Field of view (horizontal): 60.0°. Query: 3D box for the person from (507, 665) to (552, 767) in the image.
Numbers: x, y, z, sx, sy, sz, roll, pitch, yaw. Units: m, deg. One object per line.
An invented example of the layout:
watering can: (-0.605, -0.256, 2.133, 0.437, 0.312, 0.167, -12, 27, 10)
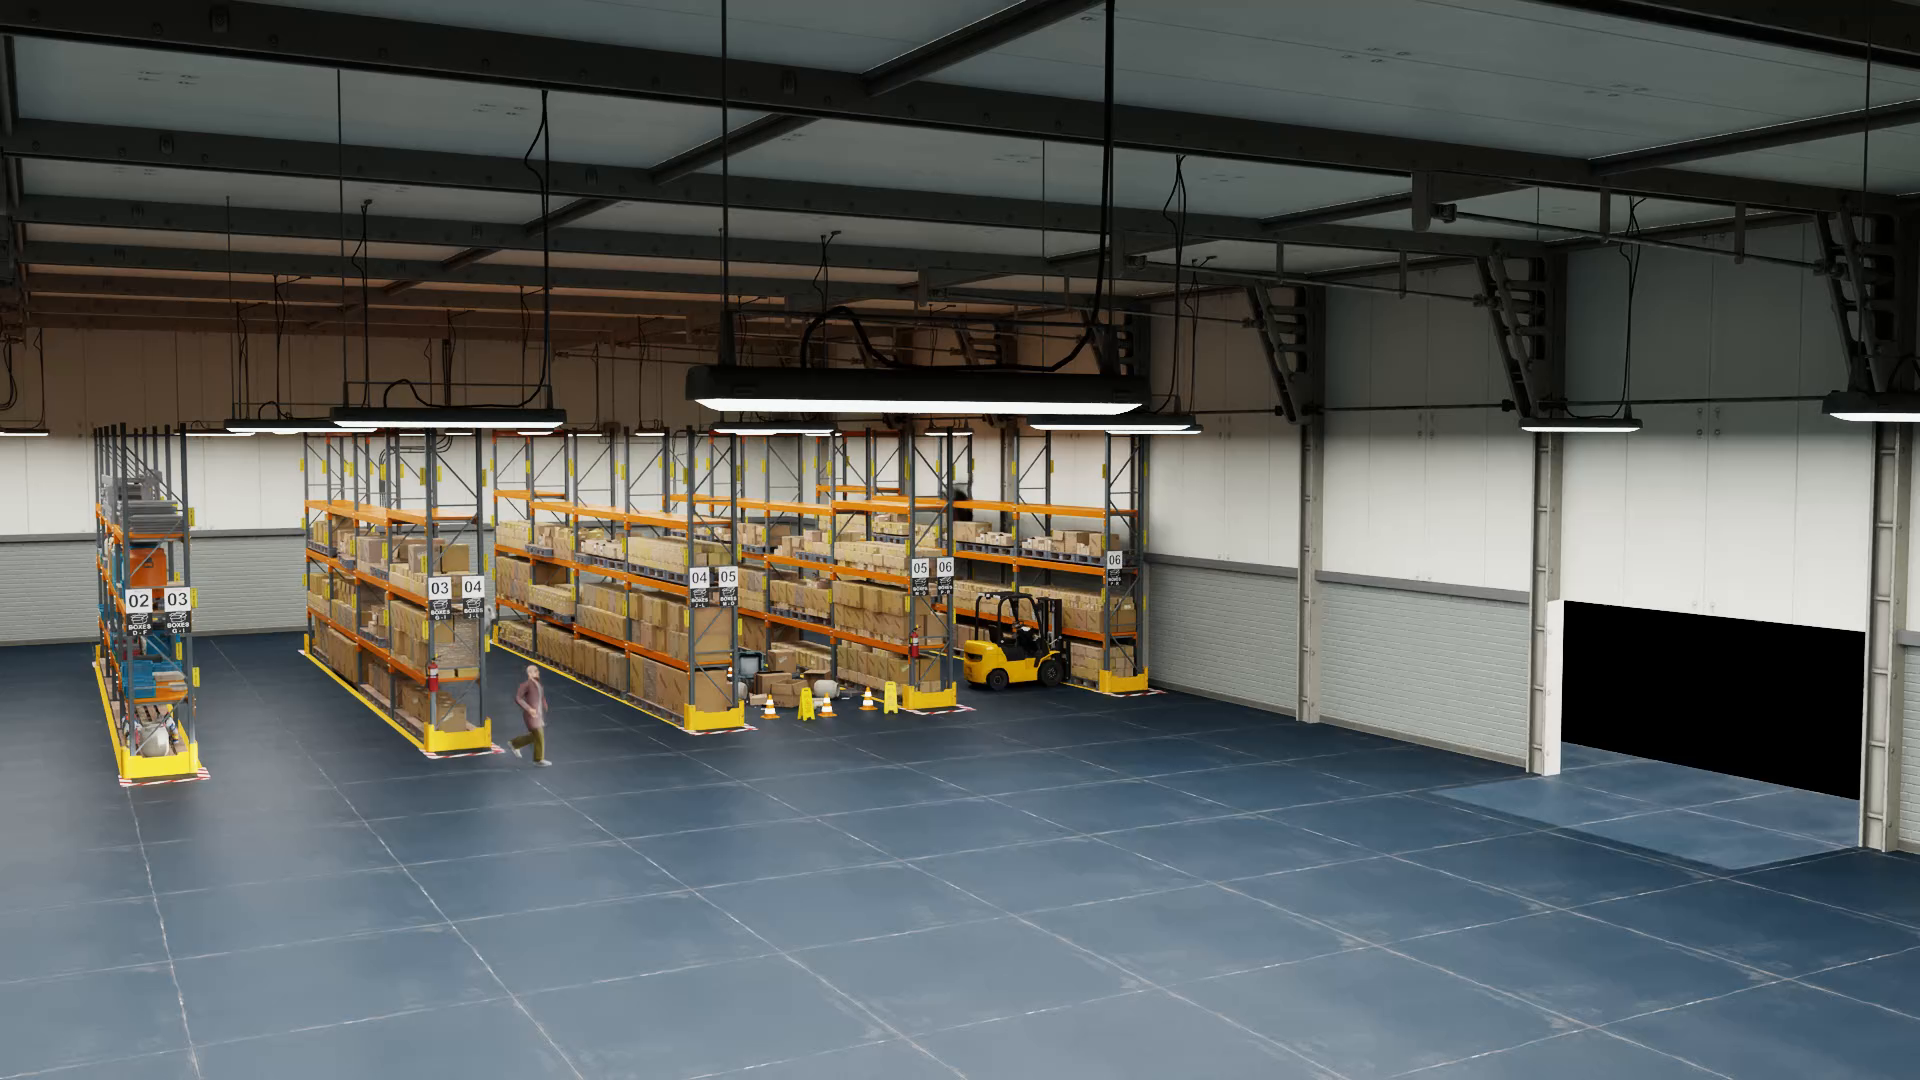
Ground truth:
person: (-7.548, 3.070, 29.162, 0.858, 1.773, 0.708, 1, 4, 16)

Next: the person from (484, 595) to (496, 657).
person: (-12.333, 2.269, 43.109, 0.578, 1.712, 0.690, -3, 4, -39)
